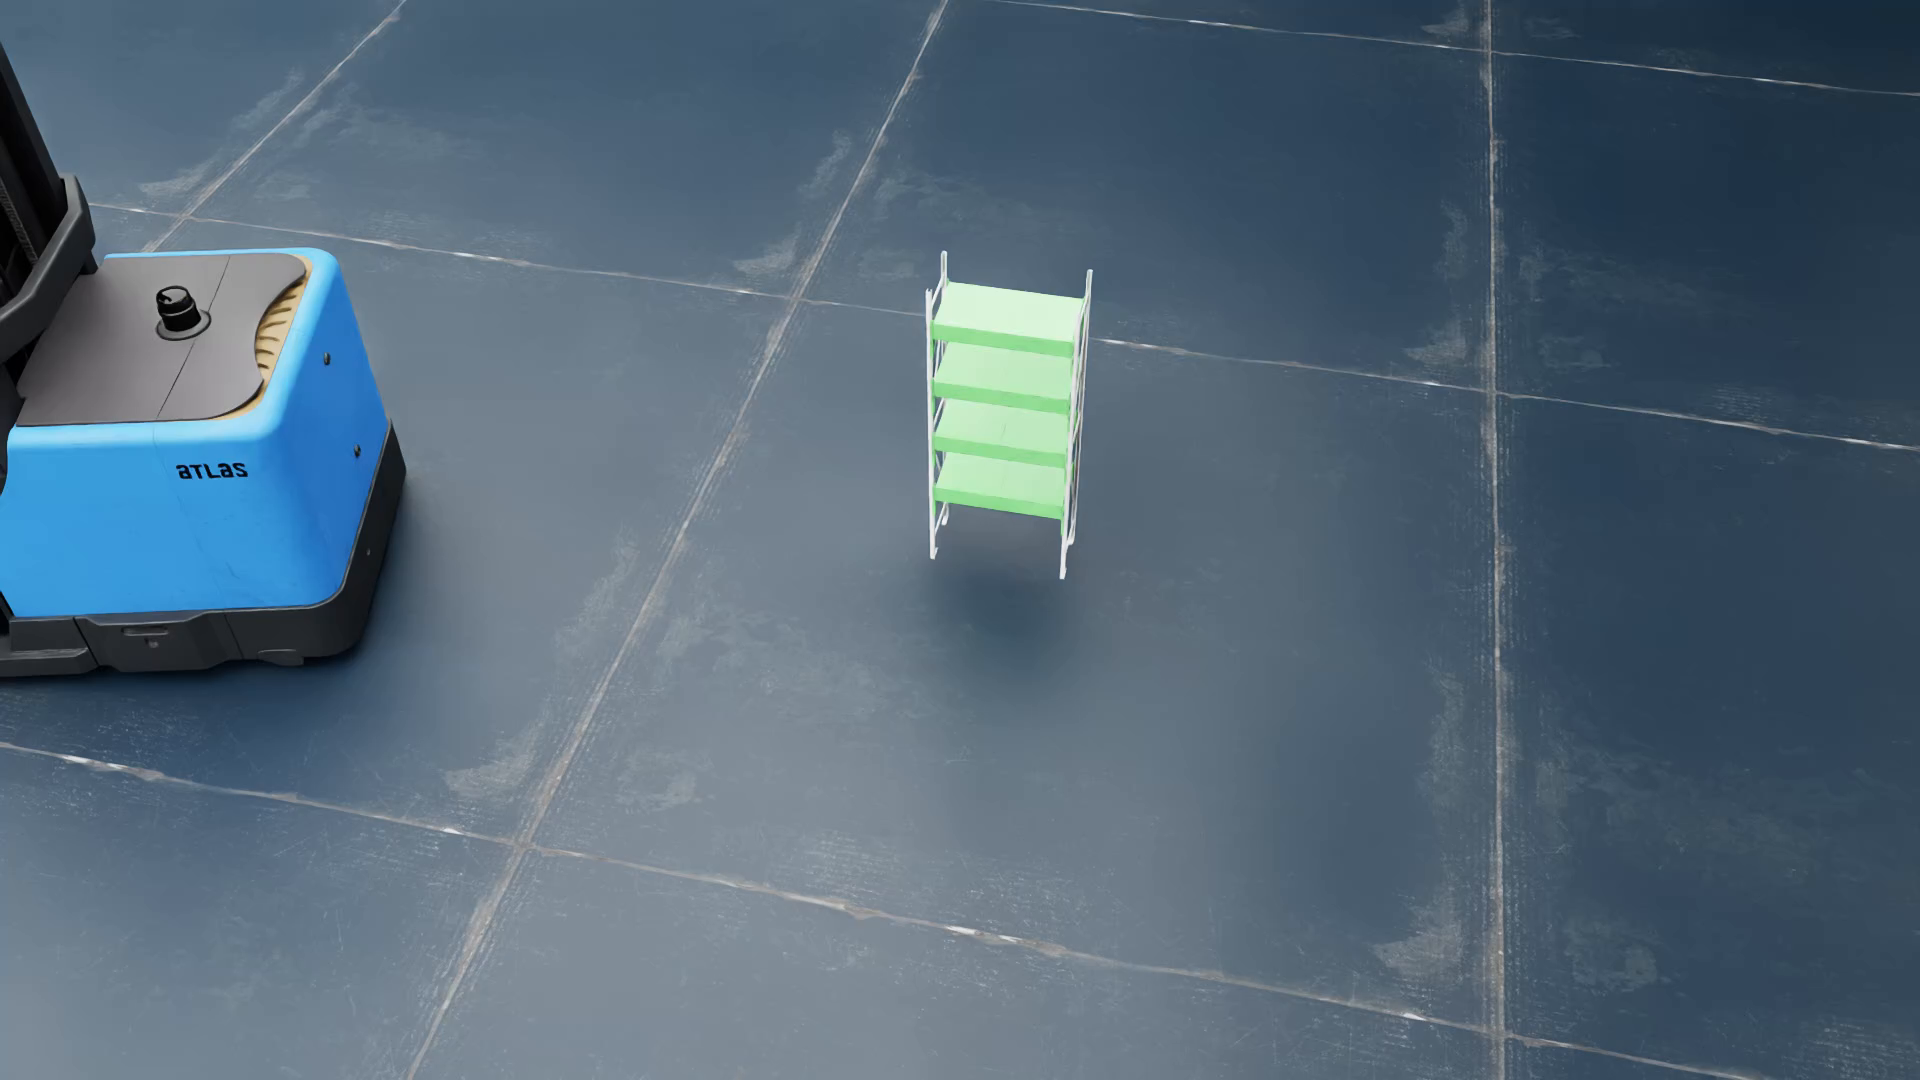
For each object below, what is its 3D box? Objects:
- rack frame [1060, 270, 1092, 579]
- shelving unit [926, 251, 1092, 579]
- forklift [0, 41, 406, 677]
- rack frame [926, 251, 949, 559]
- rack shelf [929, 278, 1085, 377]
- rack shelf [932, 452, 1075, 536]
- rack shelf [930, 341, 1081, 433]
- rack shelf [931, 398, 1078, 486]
[{"bbox_3d":[0.400,-0.370,5.769,0.015,1.200,0.240,9,45,9],"label":"rack frame"},{"bbox_3d":[0.162,-0.407,5.808,0.503,1.200,0.258,9,45,9],"label":"shelving unit"},{"bbox_3d":[-3.624,-0.910,5.082,3.031,2.935,1.130,-2,44,-2],"label":"forklift"},{"bbox_3d":[-0.077,-0.444,5.846,0.015,1.200,0.240,9,45,9],"label":"rack frame"},{"bbox_3d":[0.162,-0.707,5.519,0.480,0.148,0.258,9,45,9],"label":"rack shelf"},{"bbox_3d":[0.162,-0.188,6.019,0.480,0.148,0.258,9,45,9],"label":"rack shelf"},{"bbox_3d":[0.162,-0.534,5.686,0.480,0.148,0.258,9,45,9],"label":"rack shelf"},{"bbox_3d":[0.162,-0.361,5.852,0.480,0.148,0.258,9,45,9],"label":"rack shelf"}]
